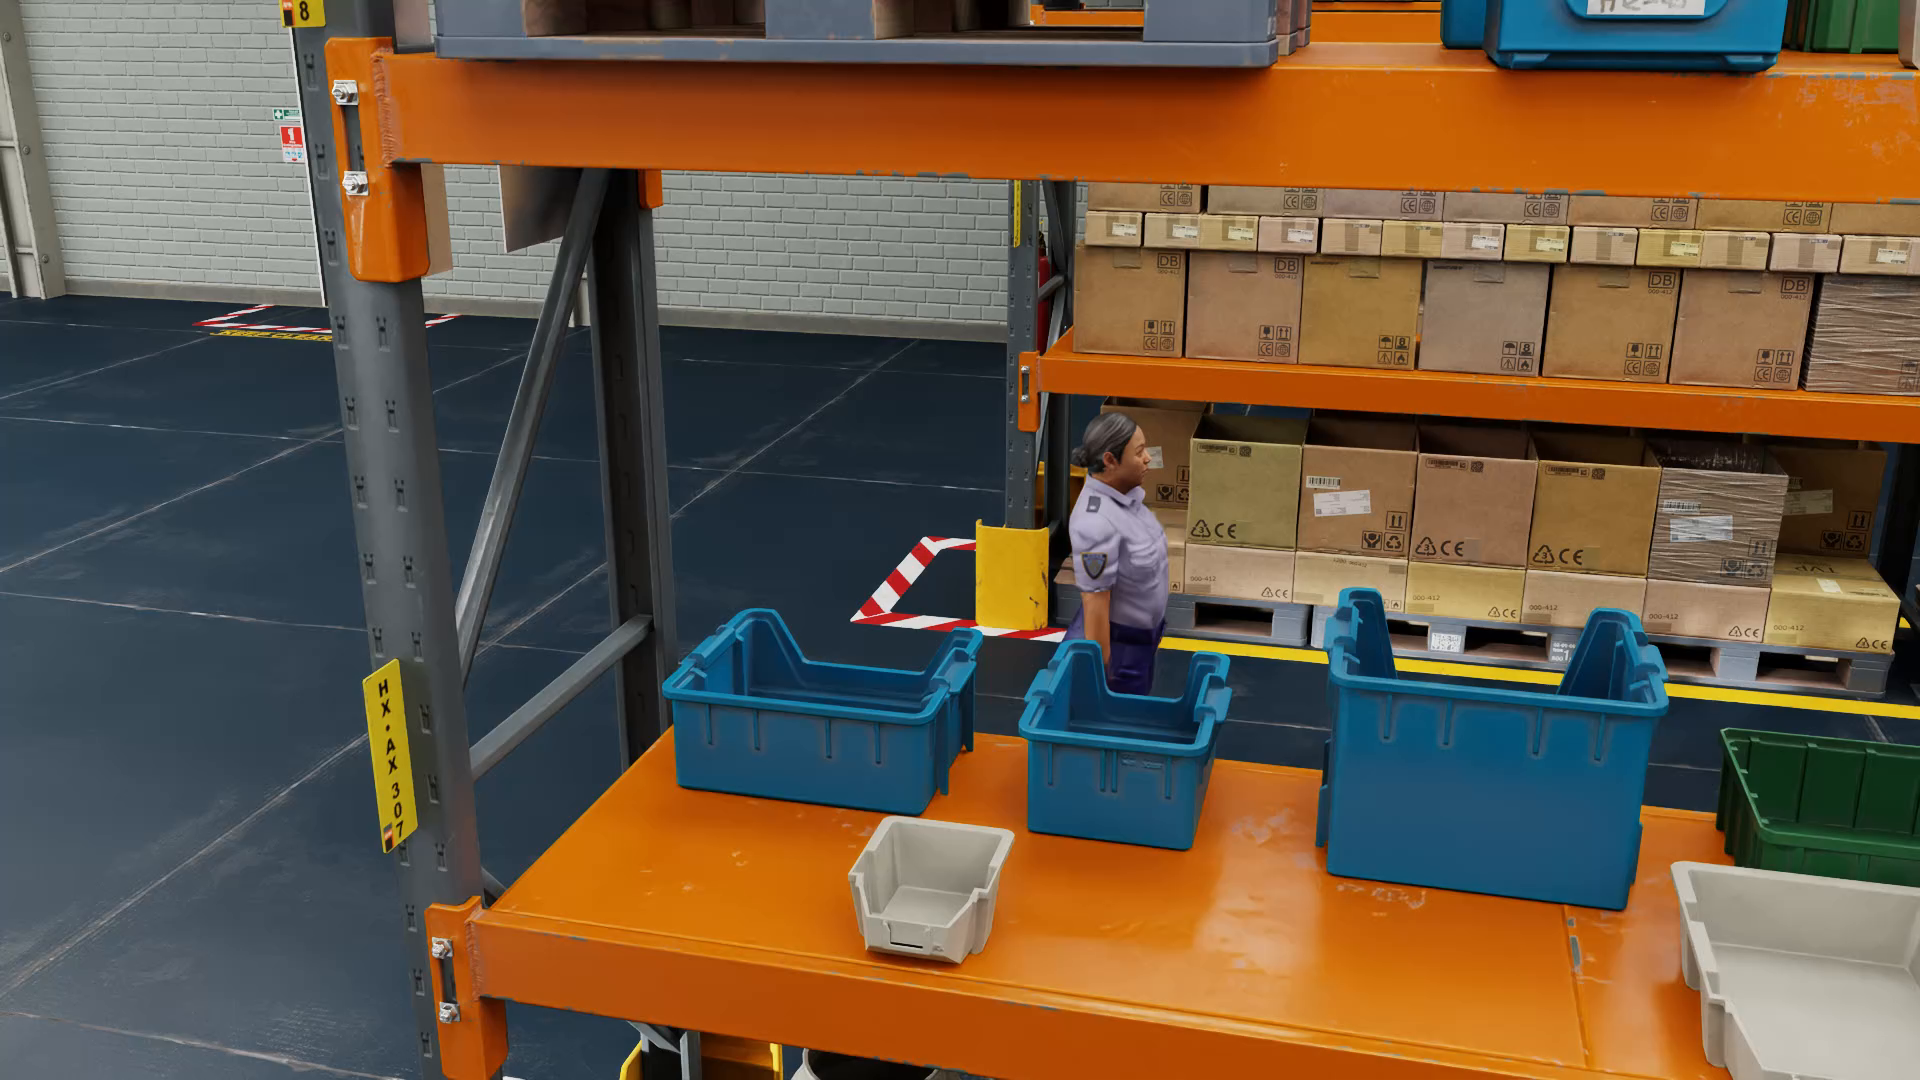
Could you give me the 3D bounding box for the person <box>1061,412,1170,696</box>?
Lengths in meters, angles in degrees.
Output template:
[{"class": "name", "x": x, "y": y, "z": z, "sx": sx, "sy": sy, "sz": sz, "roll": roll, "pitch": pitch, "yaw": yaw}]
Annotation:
[{"class": "person", "x": 0.504, "y": 0.391, "z": 5.440, "sx": 0.343, "sy": 1.660, "sz": 0.466, "roll": 5, "pitch": 19, "yaw": 15}]
